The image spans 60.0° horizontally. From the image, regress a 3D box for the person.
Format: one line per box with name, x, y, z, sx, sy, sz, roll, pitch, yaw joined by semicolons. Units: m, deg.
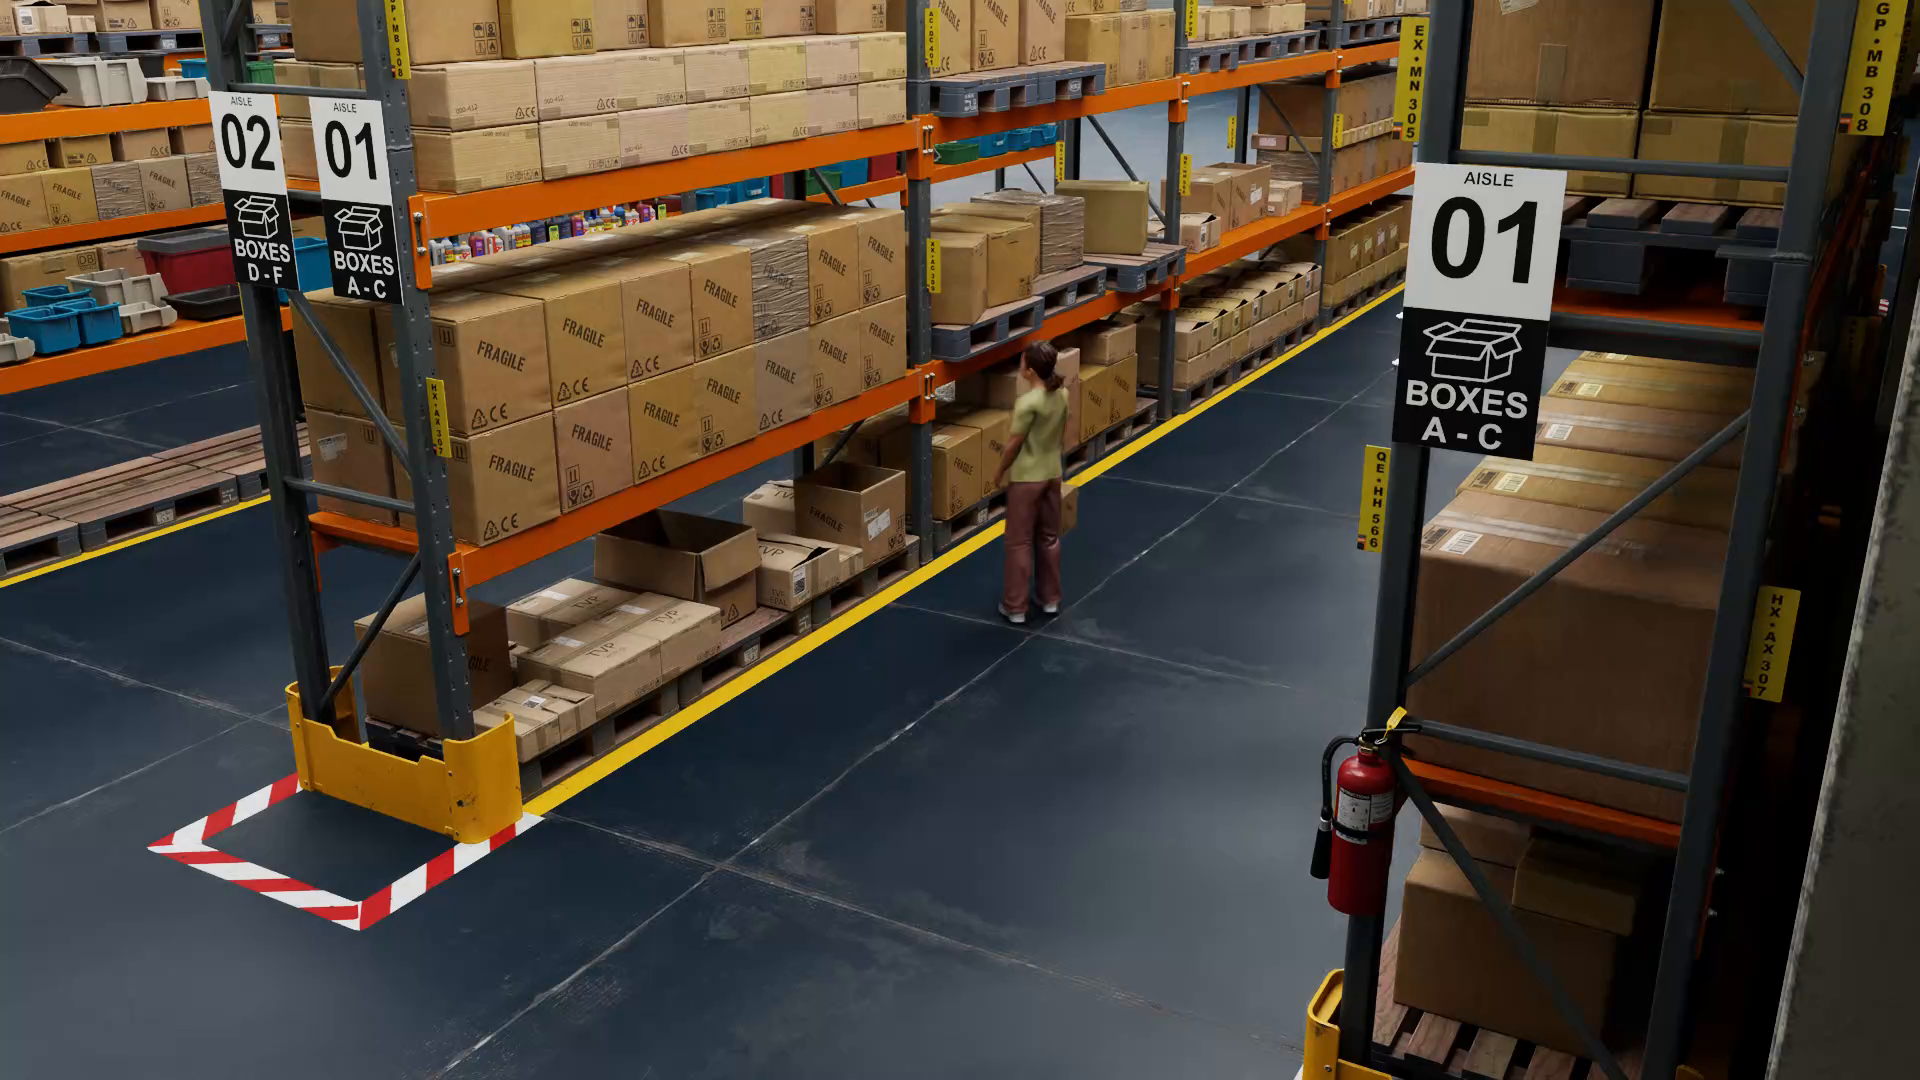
person;0.428;-0.349;9.611;0.416;1.684;0.526;17;26;40
